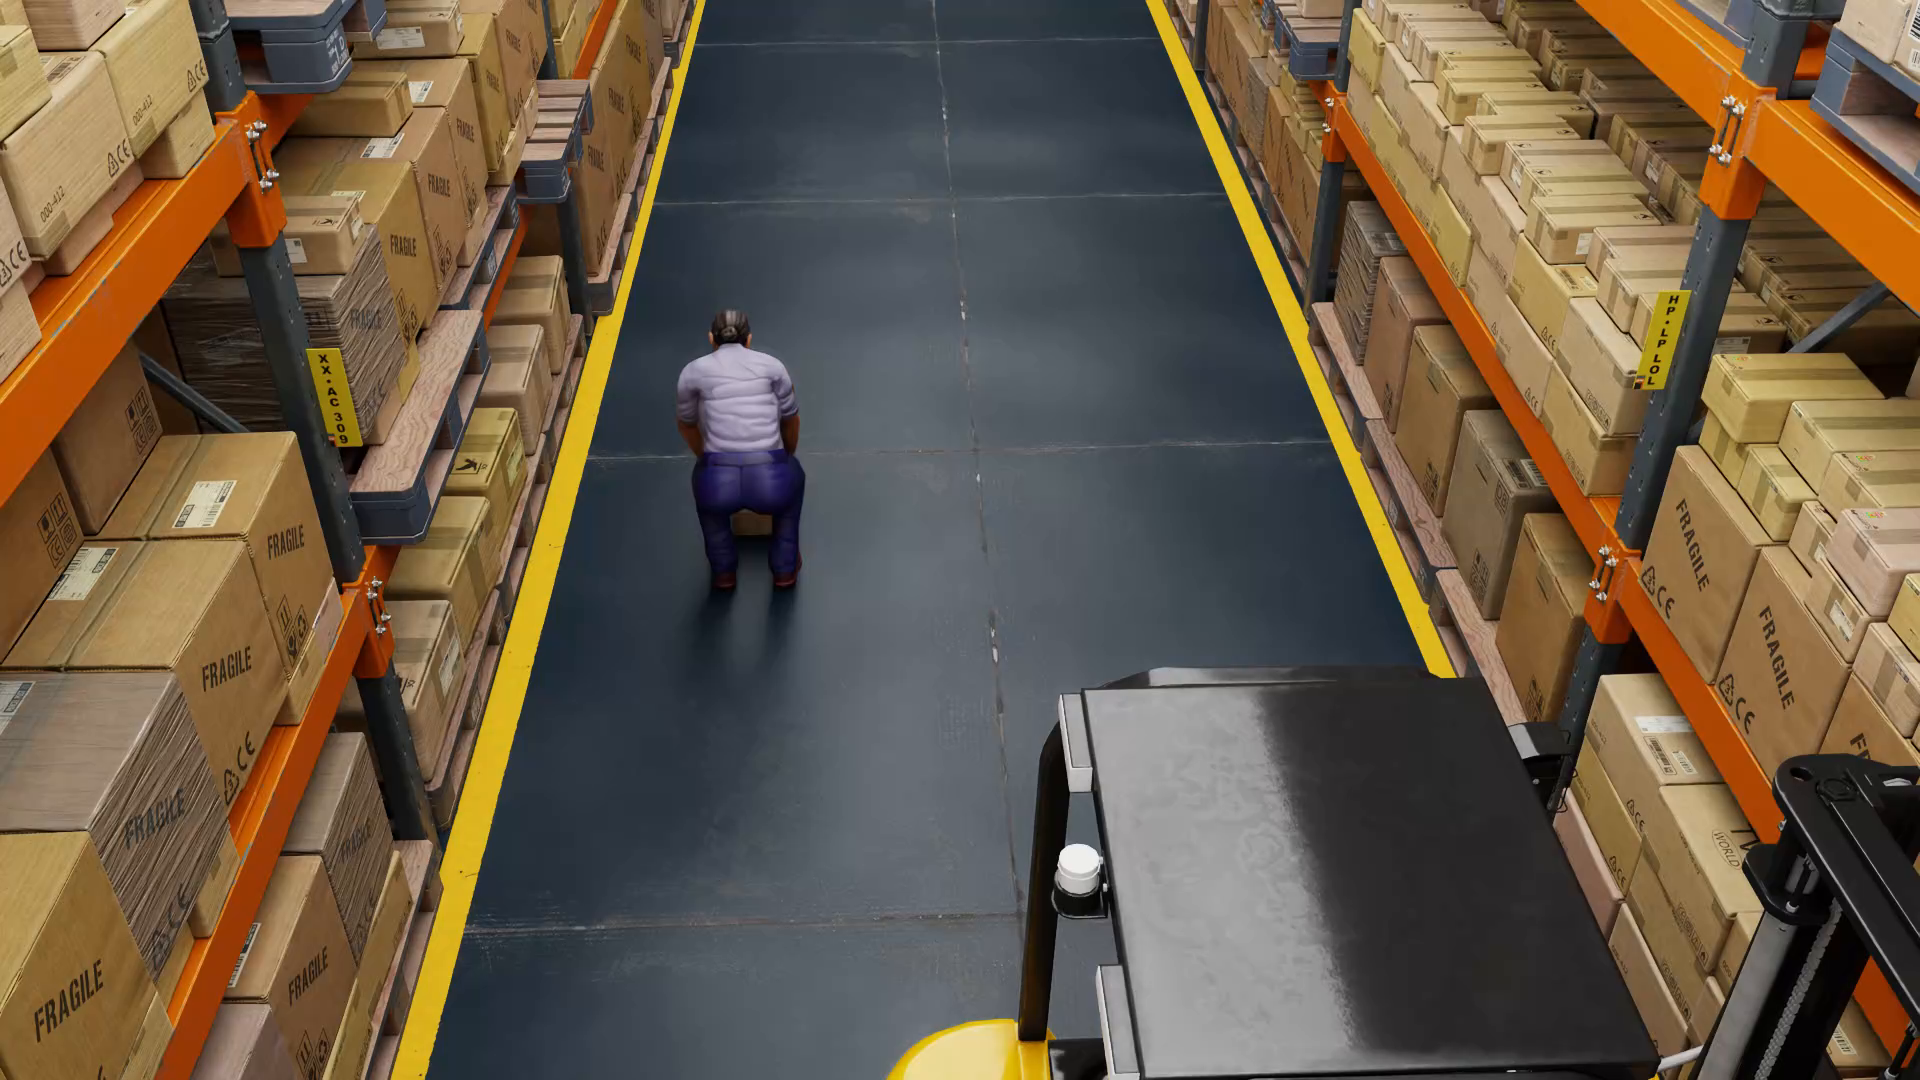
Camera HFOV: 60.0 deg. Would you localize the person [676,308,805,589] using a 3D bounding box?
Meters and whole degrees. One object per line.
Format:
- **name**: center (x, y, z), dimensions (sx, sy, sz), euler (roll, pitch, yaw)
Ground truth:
- **person**: center (-0.938, -0.330, 7.076), dimensions (0.535, 1.129, 0.760), euler (-2, 35, -2)
